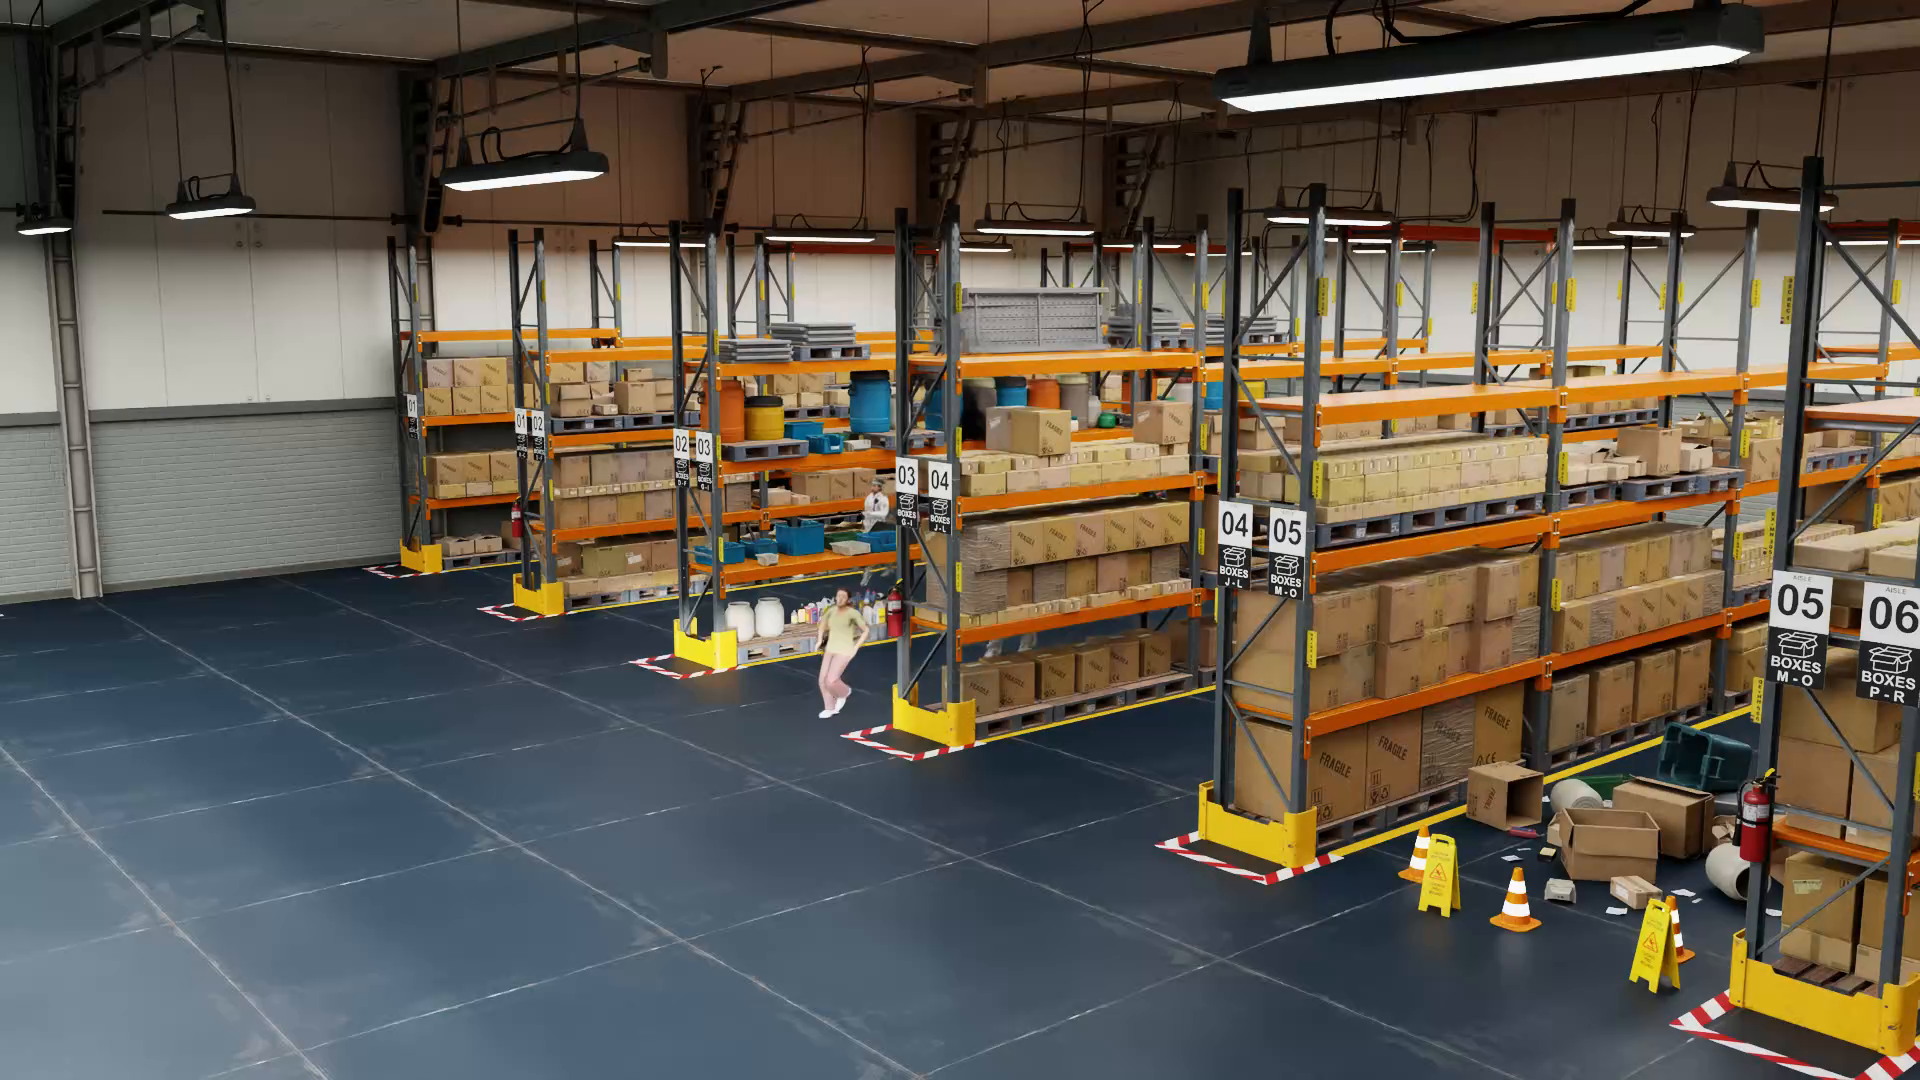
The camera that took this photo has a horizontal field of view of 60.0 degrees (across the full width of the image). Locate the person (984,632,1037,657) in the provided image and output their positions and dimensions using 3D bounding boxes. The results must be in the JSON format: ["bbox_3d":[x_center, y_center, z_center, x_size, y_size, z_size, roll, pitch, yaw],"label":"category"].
[{"bbox_3d":[0.659,0.657,21.683,0.698,1.828,0.934,8,12,43],"label":"person"}]

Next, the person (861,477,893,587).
[{"bbox_3d":[-1.416,-0.149,27.413,0.543,1.804,0.696,6,11,34],"label":"person"}]

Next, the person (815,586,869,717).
[{"bbox_3d":[-1.441,1.346,19.825,0.631,1.616,0.527,5,10,31],"label":"person"}]
